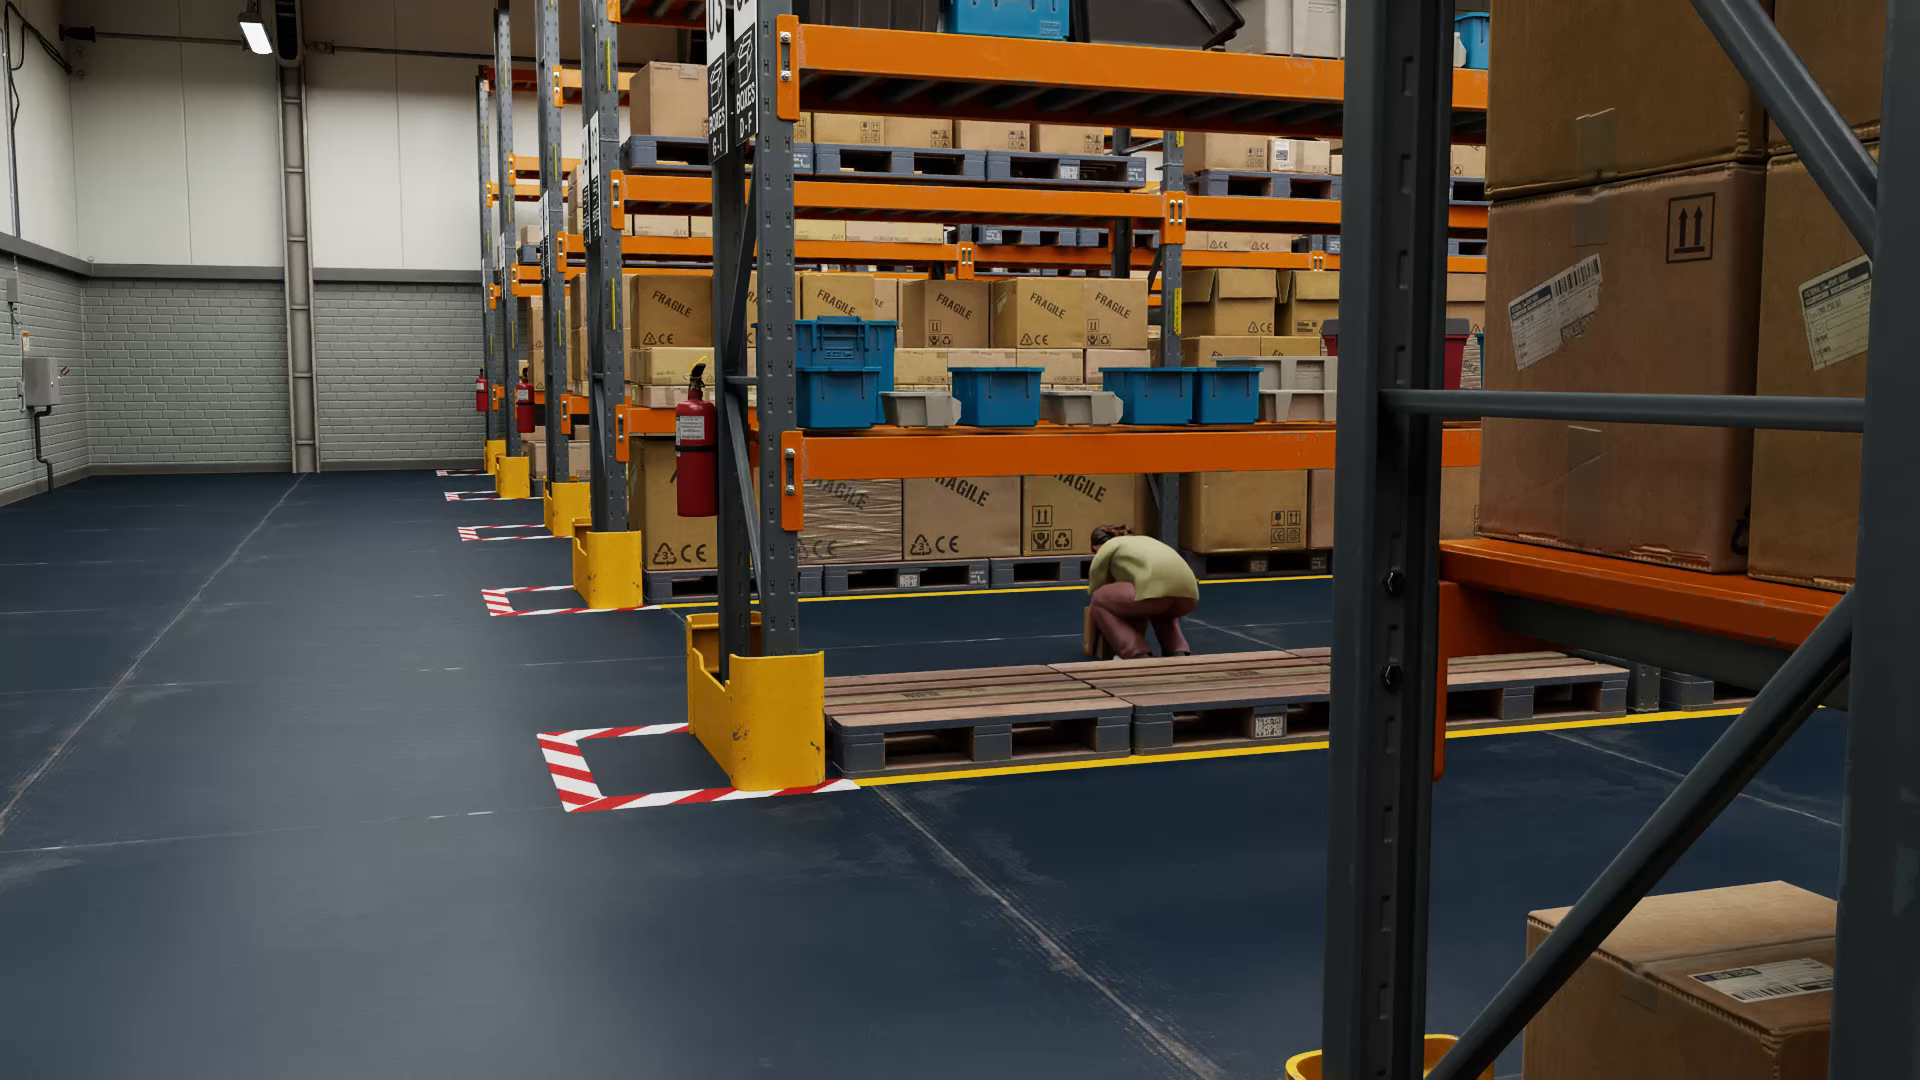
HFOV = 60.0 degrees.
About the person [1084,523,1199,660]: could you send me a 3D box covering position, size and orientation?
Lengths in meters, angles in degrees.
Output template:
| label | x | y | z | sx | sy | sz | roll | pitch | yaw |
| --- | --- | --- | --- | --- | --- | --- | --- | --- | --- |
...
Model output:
| label | x | y | z | sx | sy | sz | roll | pitch | yaw |
| --- | --- | --- | --- | --- | --- | --- | --- | --- | --- |
| person | 0.941 | 0.327 | 8.805 | 0.468 | 0.784 | 0.845 | -2 | 6 | -20 |
